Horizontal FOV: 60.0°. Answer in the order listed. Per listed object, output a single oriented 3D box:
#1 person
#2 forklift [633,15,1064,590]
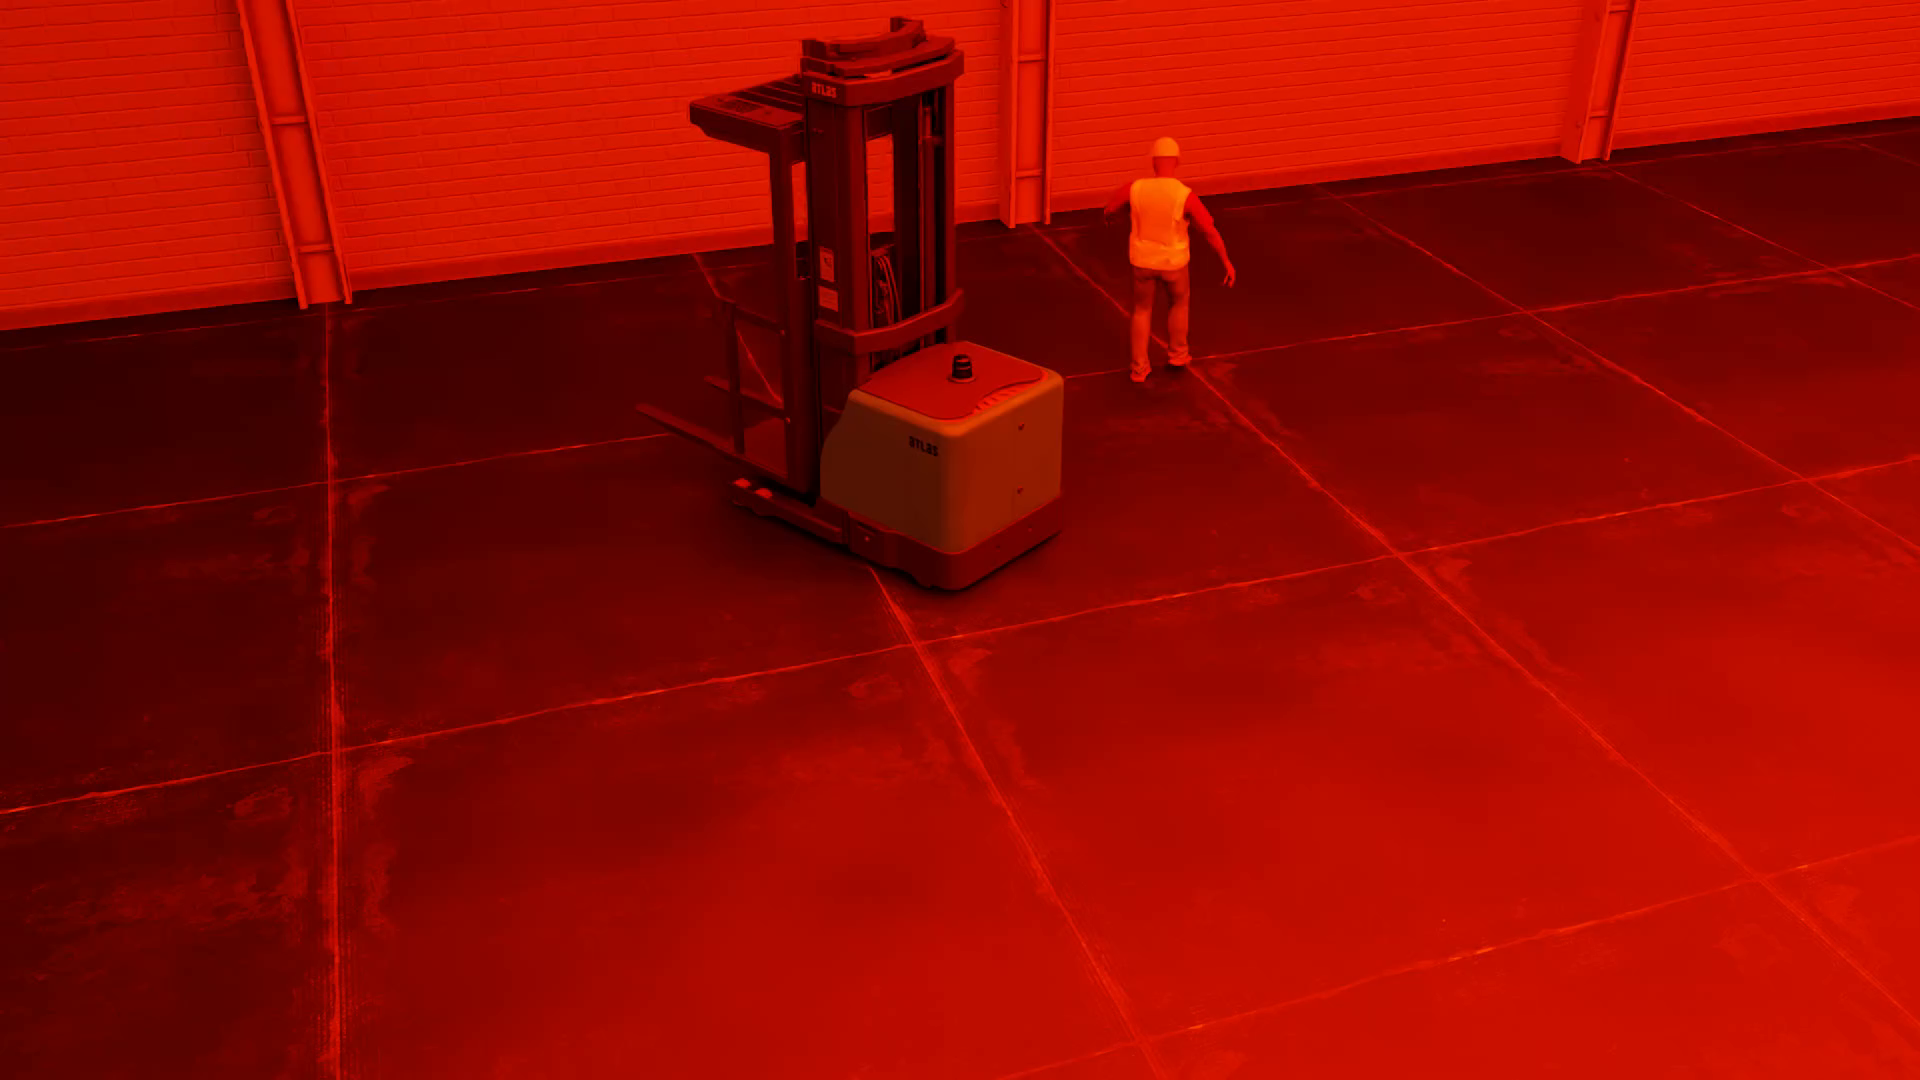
[{"bbox_3d":[1.468,-1.999,11.799,1.048,1.780,0.658,11,32,18],"label":"person"},{"bbox_3d":[-0.829,-1.596,9.861,3.031,2.935,1.130,23,37,35],"label":"forklift"}]
